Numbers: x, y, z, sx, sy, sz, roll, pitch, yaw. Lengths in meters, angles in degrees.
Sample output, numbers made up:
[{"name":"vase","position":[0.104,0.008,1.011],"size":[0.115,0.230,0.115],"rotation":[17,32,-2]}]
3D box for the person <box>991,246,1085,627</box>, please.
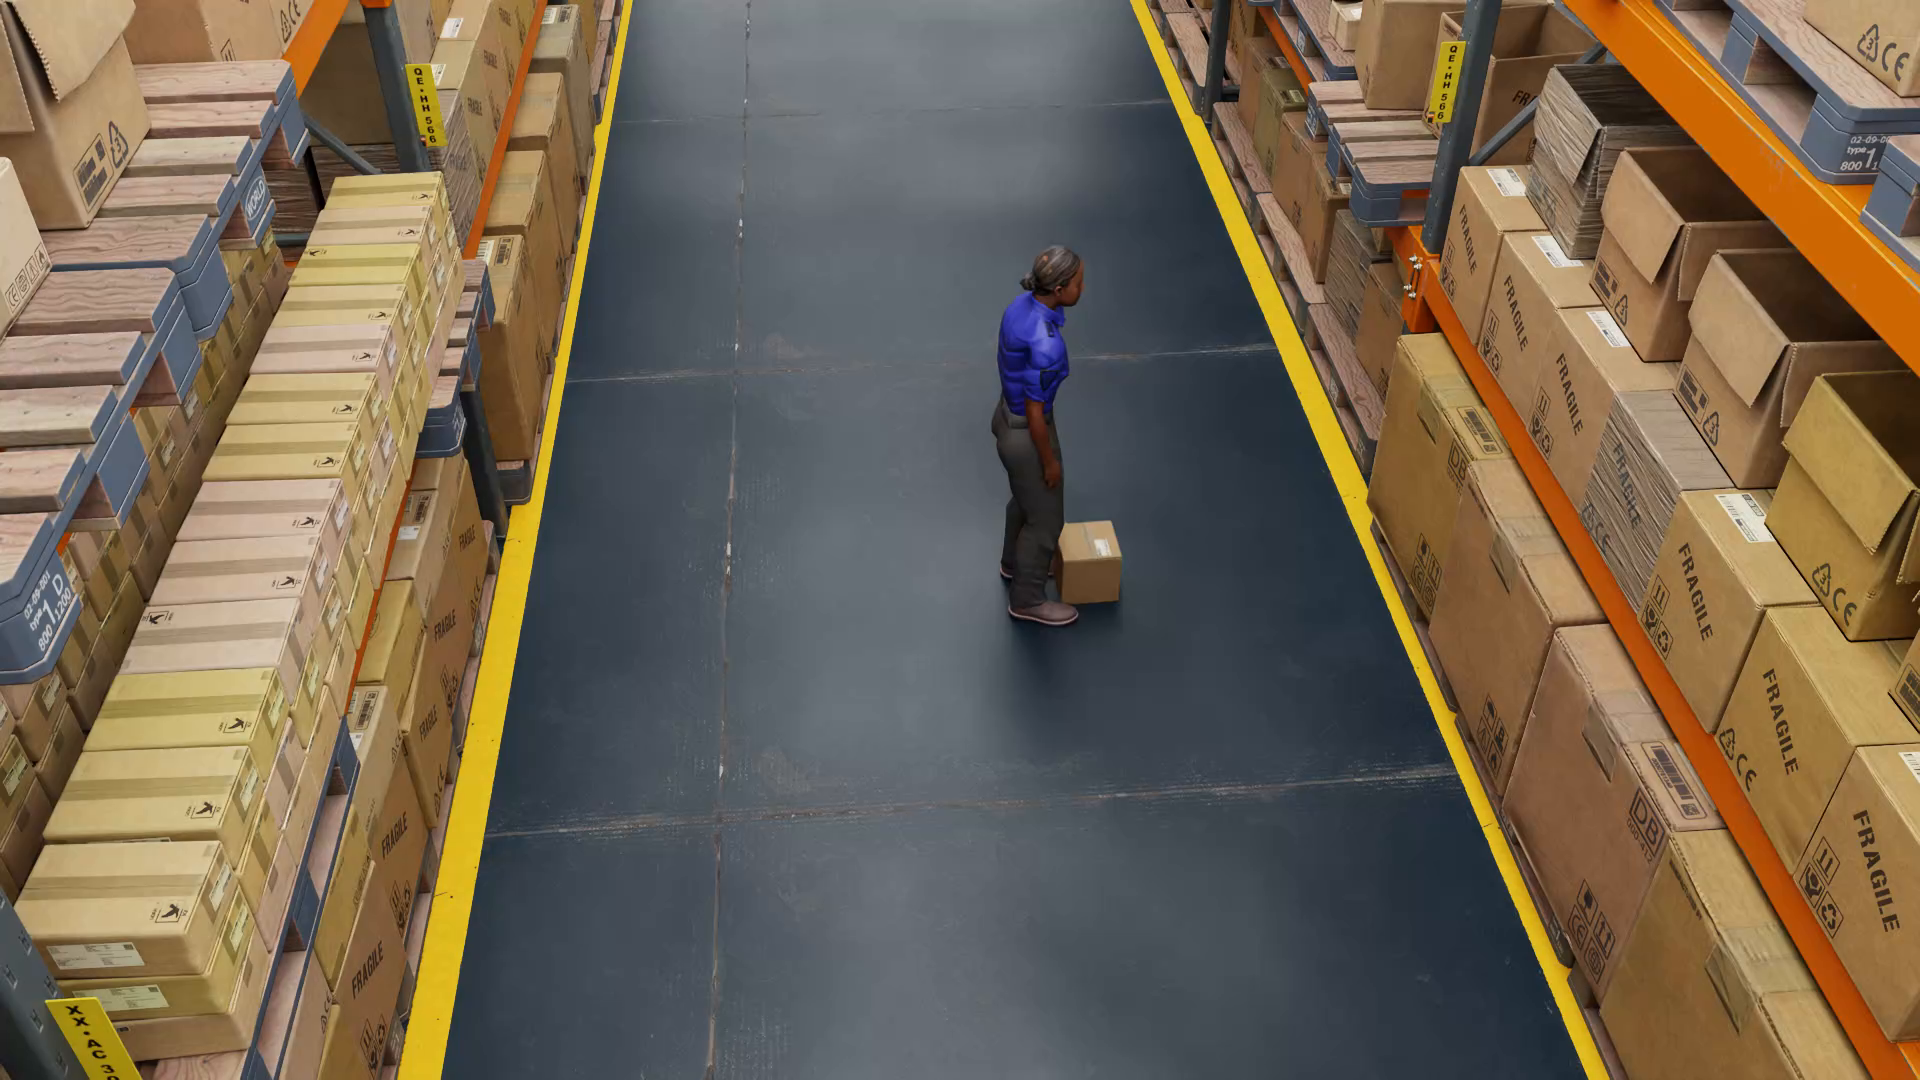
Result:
[{"name":"person","position":[0.308,-0.423,6.676],"size":[0.349,1.653,0.512],"rotation":[-5,40,-6]}]
